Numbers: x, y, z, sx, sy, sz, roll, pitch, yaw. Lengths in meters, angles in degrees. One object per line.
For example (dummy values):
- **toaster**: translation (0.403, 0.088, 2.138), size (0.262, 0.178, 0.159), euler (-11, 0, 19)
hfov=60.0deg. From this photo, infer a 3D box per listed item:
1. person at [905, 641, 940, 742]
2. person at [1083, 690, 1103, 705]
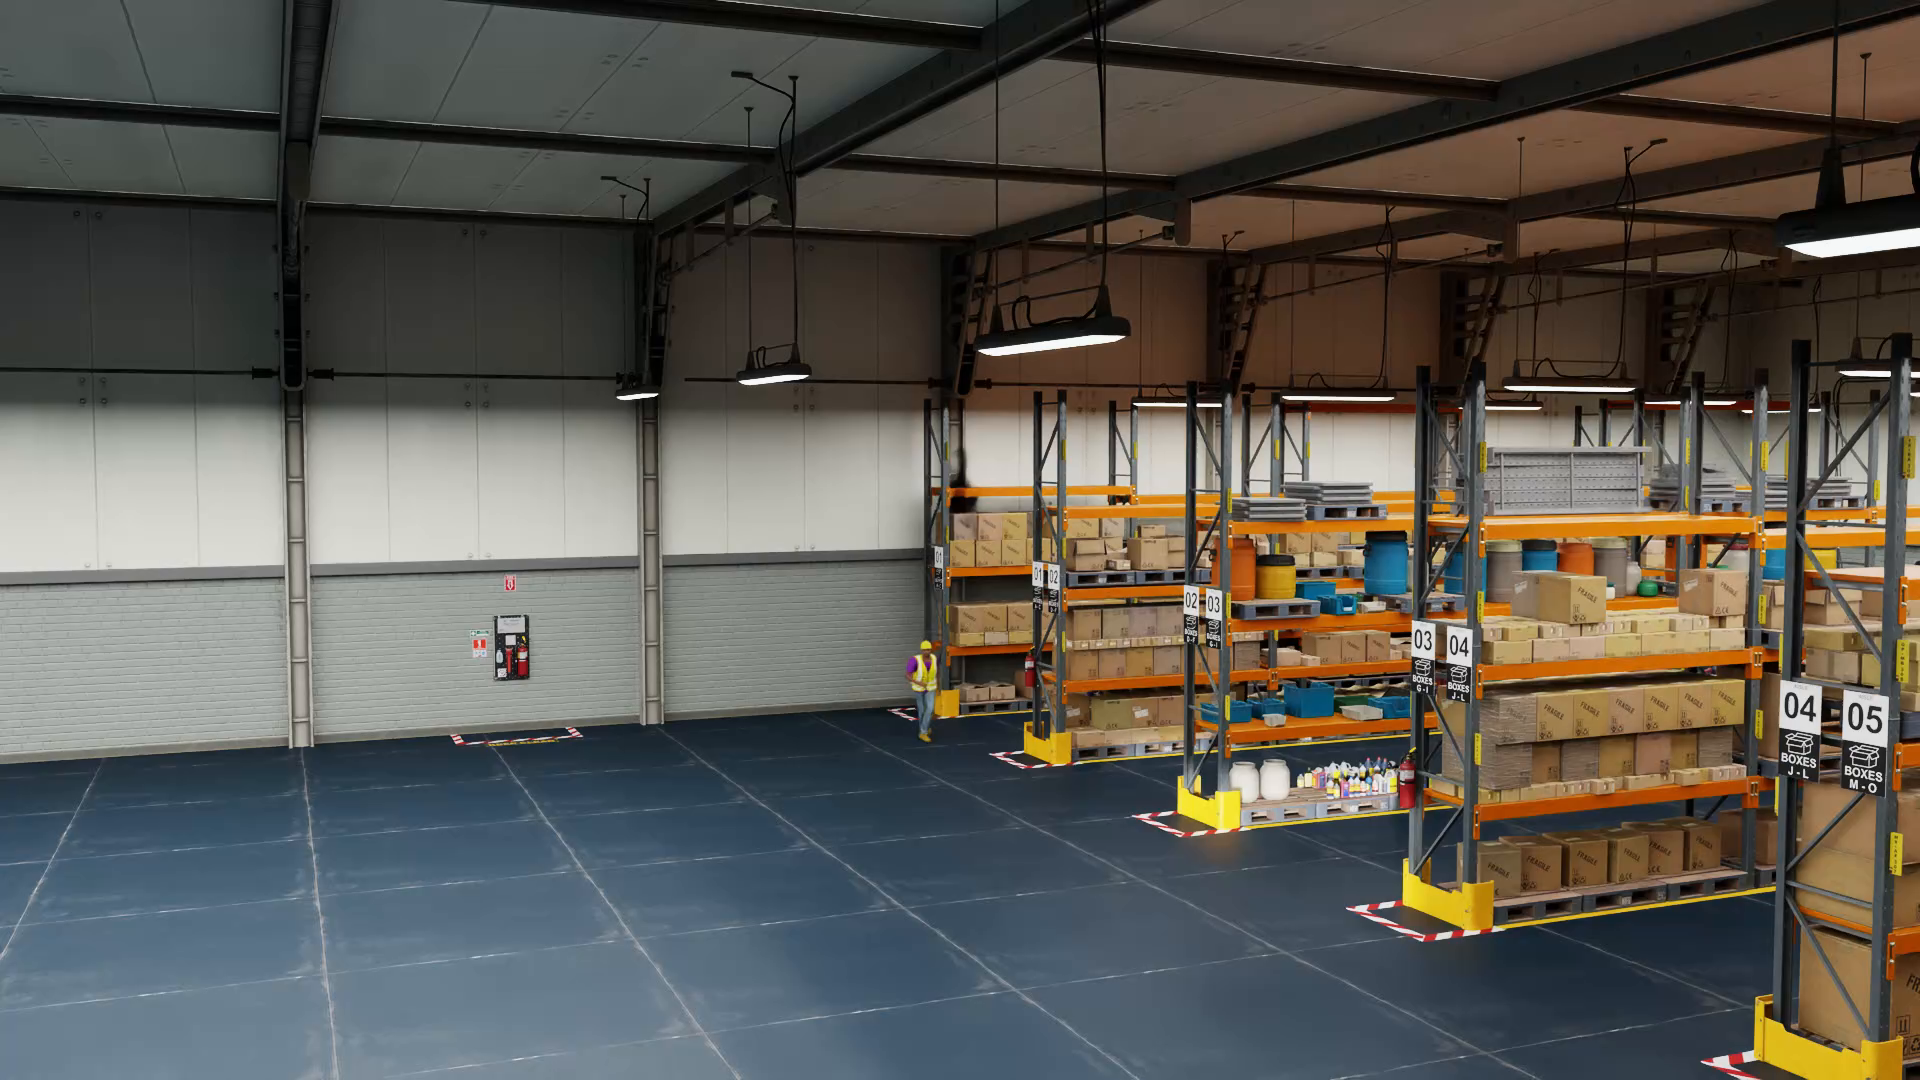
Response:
- **person**: translation (-0.648, 2.590, 28.860), size (0.663, 1.735, 0.845), euler (-1, 3, -12)
- **person**: translation (2.559, 2.577, 30.449), size (0.707, 1.590, 0.595), euler (-2, 4, -27)
